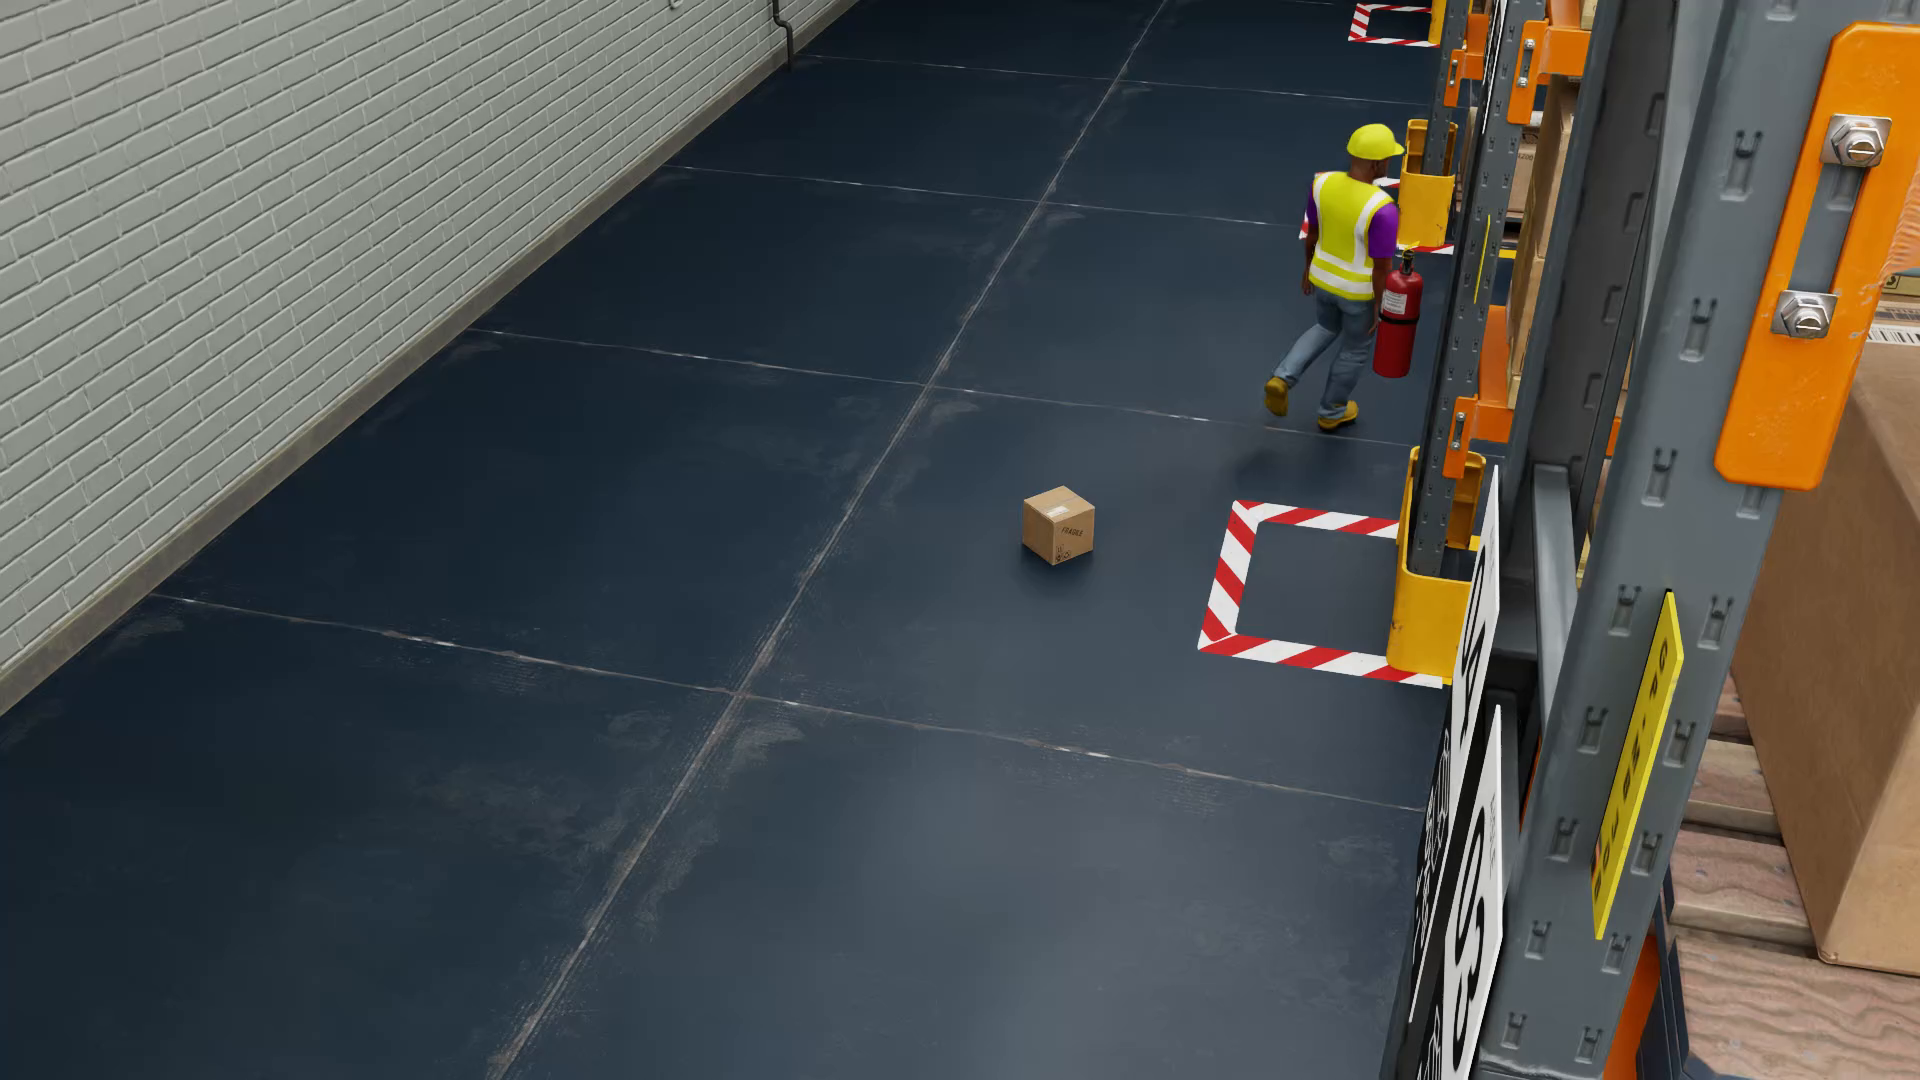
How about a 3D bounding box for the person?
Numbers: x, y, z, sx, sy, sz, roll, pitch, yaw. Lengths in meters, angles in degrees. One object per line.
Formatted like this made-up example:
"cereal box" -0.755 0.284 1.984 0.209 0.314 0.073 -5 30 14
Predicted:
"person" 2.009 -1.320 8.683 0.622 1.707 0.613 -24 40 -33
